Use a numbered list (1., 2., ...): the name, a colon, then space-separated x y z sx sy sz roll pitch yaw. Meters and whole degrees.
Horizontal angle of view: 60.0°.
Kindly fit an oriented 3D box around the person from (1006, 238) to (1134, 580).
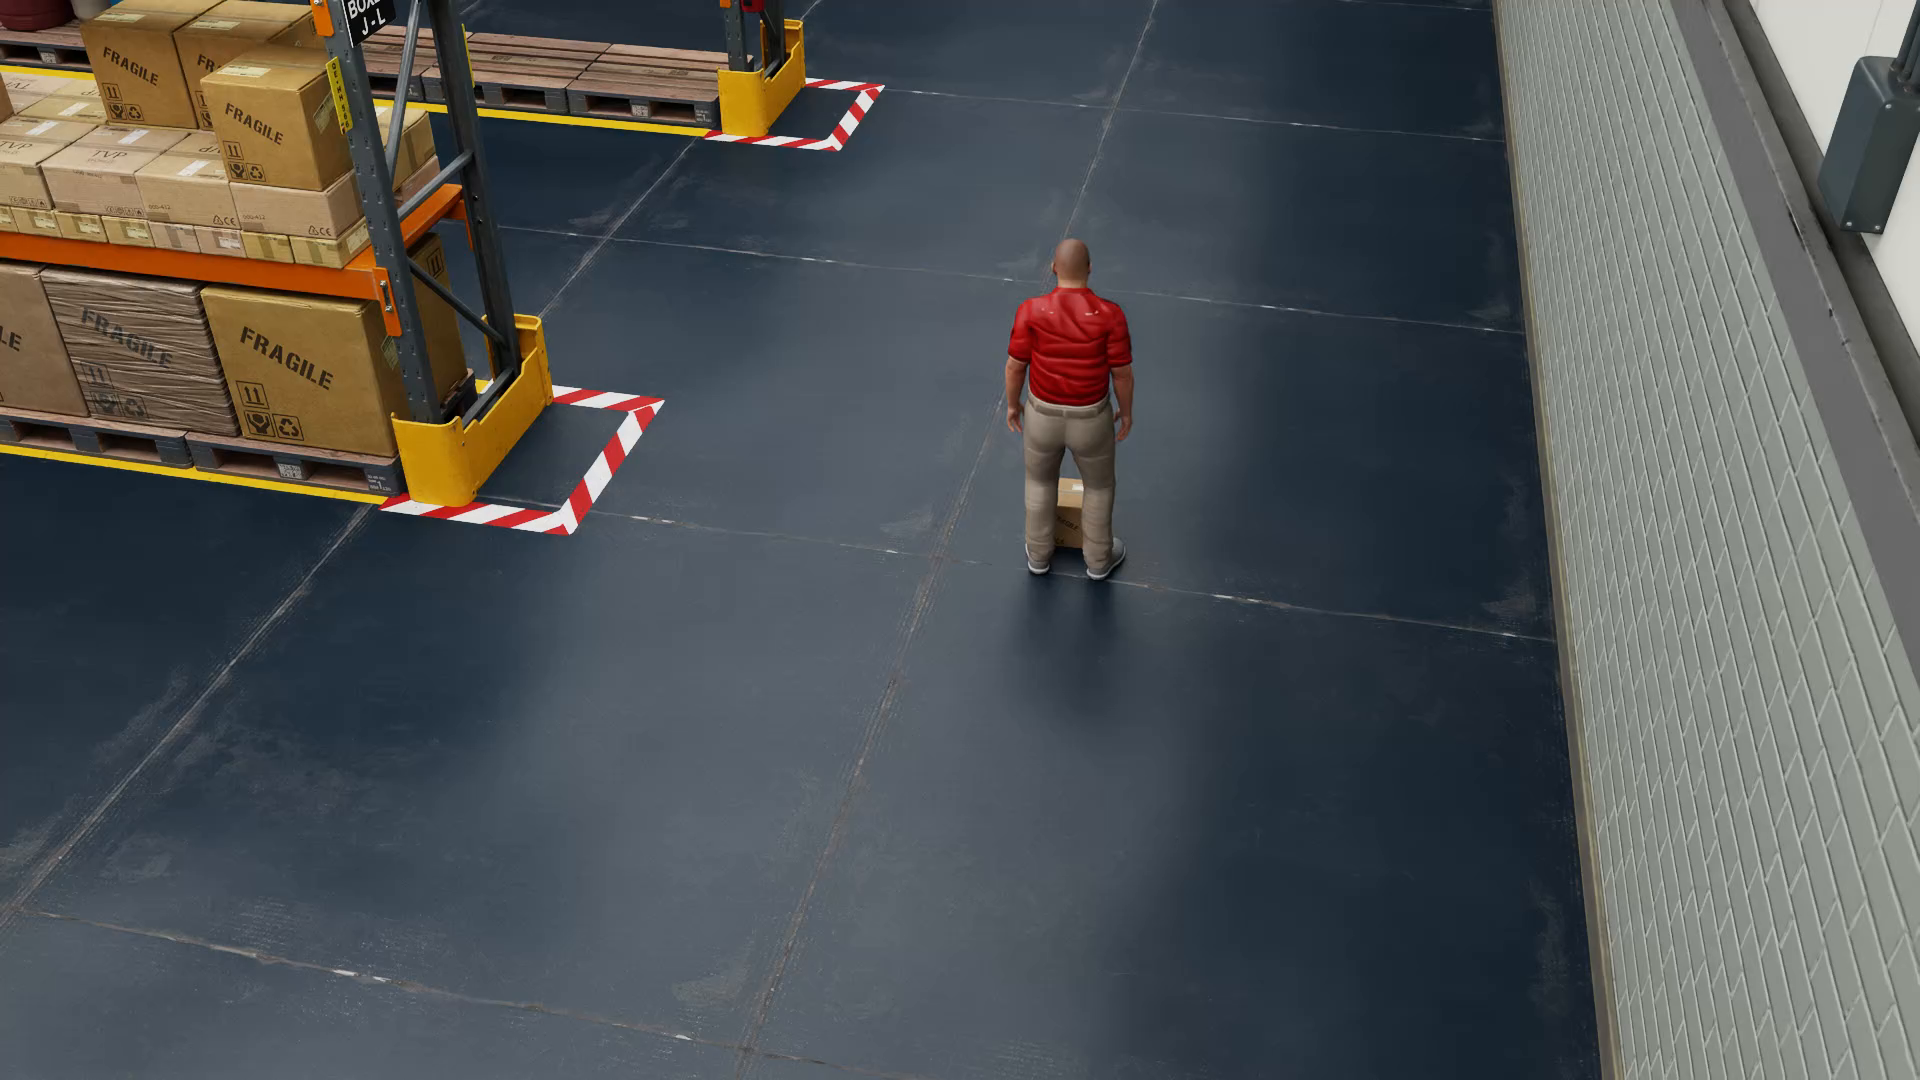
1. person: 0.512 -0.585 7.771 0.602 1.728 0.384 6 37 8
